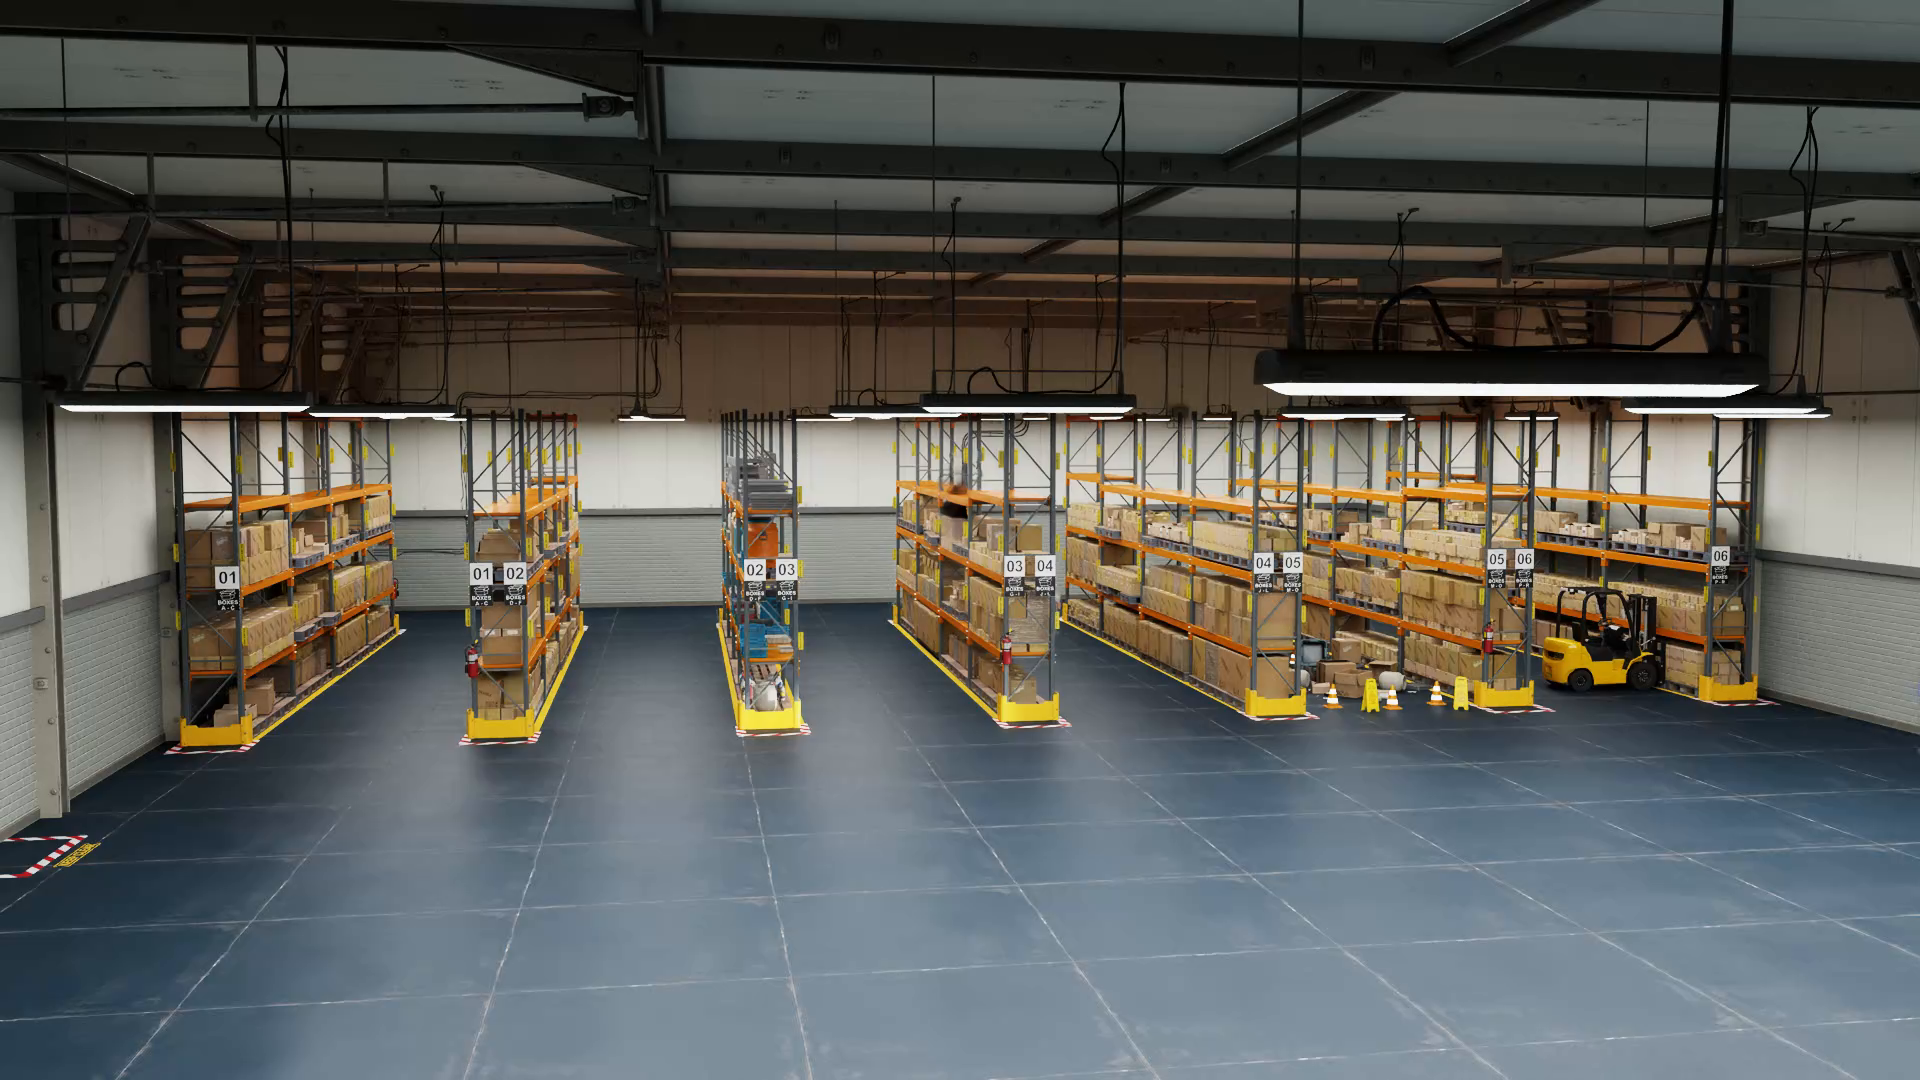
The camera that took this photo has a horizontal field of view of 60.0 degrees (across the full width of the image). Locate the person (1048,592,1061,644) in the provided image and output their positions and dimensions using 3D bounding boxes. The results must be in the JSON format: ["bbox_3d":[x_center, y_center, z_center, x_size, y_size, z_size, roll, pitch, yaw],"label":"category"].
[{"bbox_3d":[2.111,1.827,39.376,0.640,1.778,0.535,-1,4,-11],"label":"person"}]

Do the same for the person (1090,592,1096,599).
[{"bbox_3d":[4.121,1.382,49.825,0.509,1.728,0.740,4,5,43],"label":"person"}]
